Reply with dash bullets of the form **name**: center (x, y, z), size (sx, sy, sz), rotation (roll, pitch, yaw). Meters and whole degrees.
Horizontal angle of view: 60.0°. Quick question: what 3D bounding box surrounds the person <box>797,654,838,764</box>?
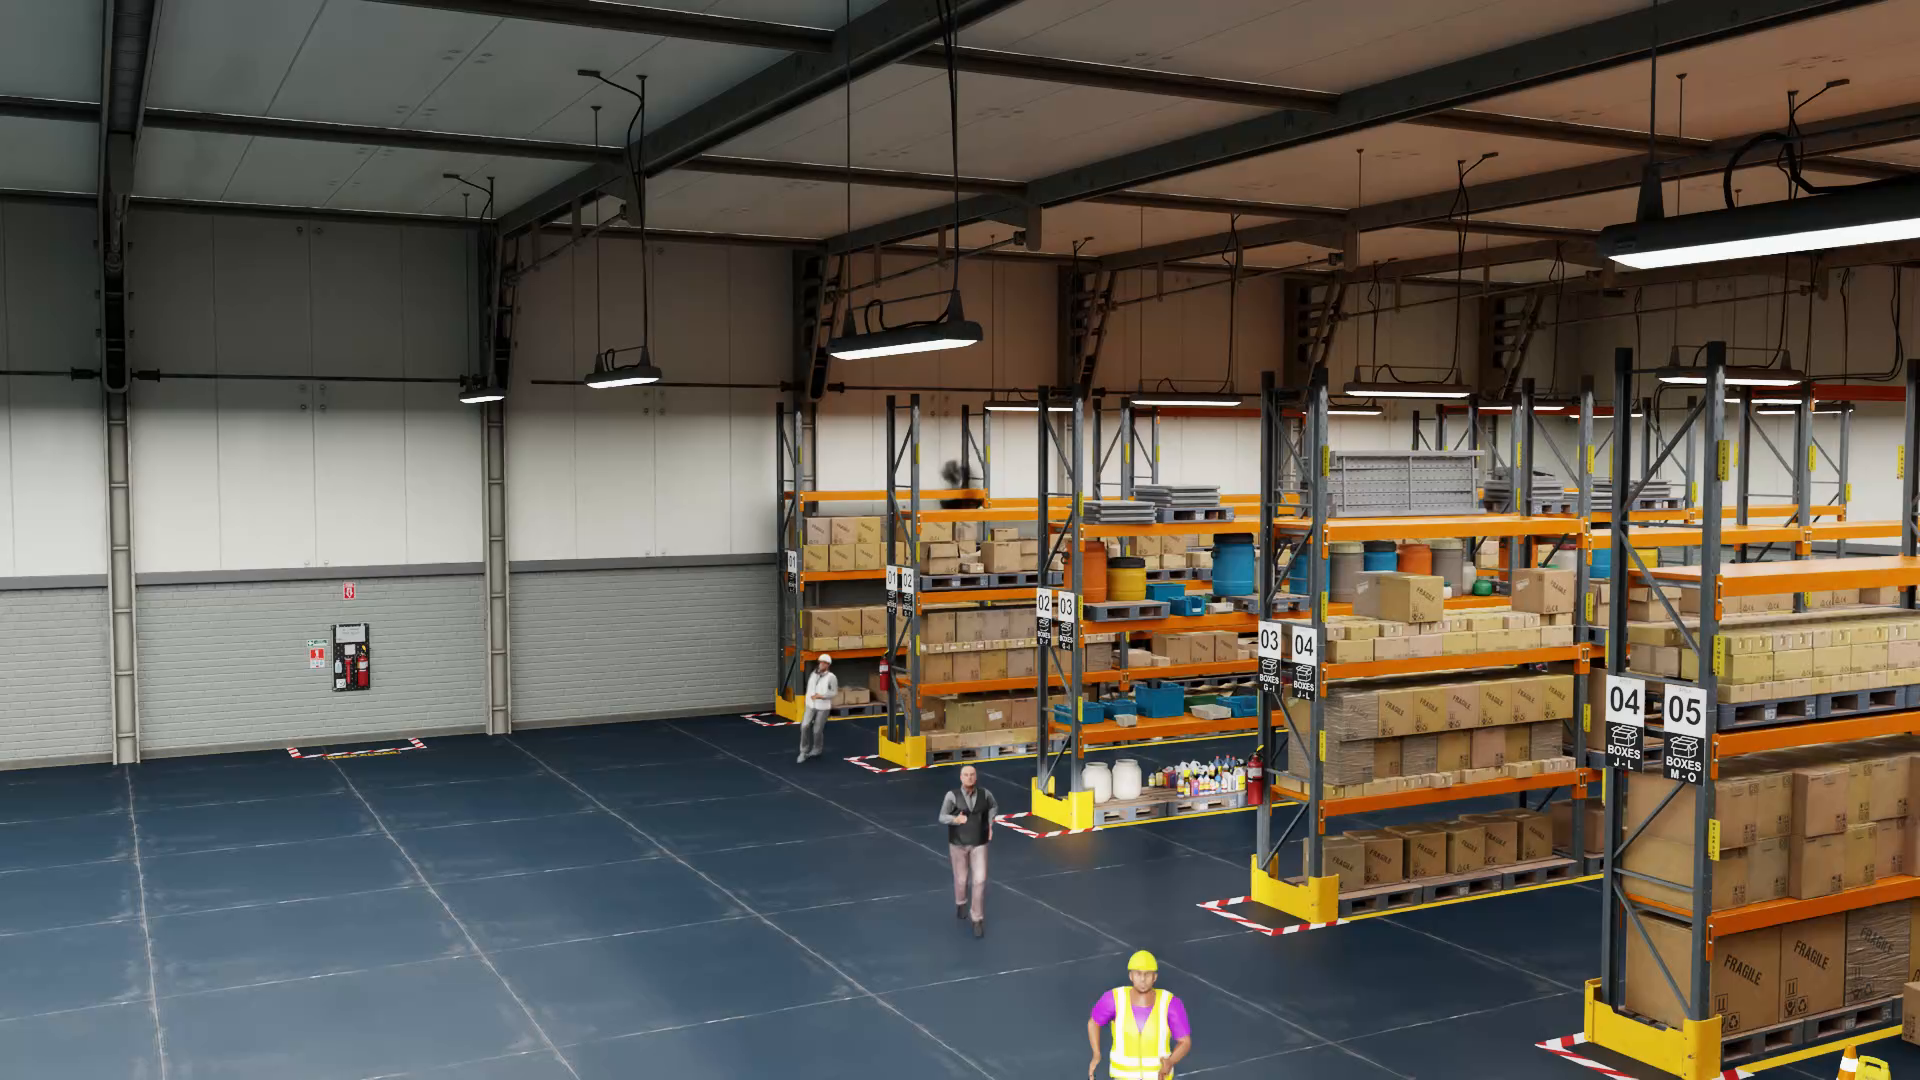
- **person**: center (-2.302, 2.744, 27.237), size (0.643, 1.746, 0.733), rotation (1, 3, 16)

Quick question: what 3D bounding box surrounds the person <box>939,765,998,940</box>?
- **person**: center (0.097, 3.281, 17.741), size (0.650, 1.755, 0.818), rotation (0, 3, -3)

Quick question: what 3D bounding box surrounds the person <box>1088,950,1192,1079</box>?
- **person**: center (1.222, 3.655, 11.282), size (0.705, 1.717, 0.580), rotation (0, 3, 4)
